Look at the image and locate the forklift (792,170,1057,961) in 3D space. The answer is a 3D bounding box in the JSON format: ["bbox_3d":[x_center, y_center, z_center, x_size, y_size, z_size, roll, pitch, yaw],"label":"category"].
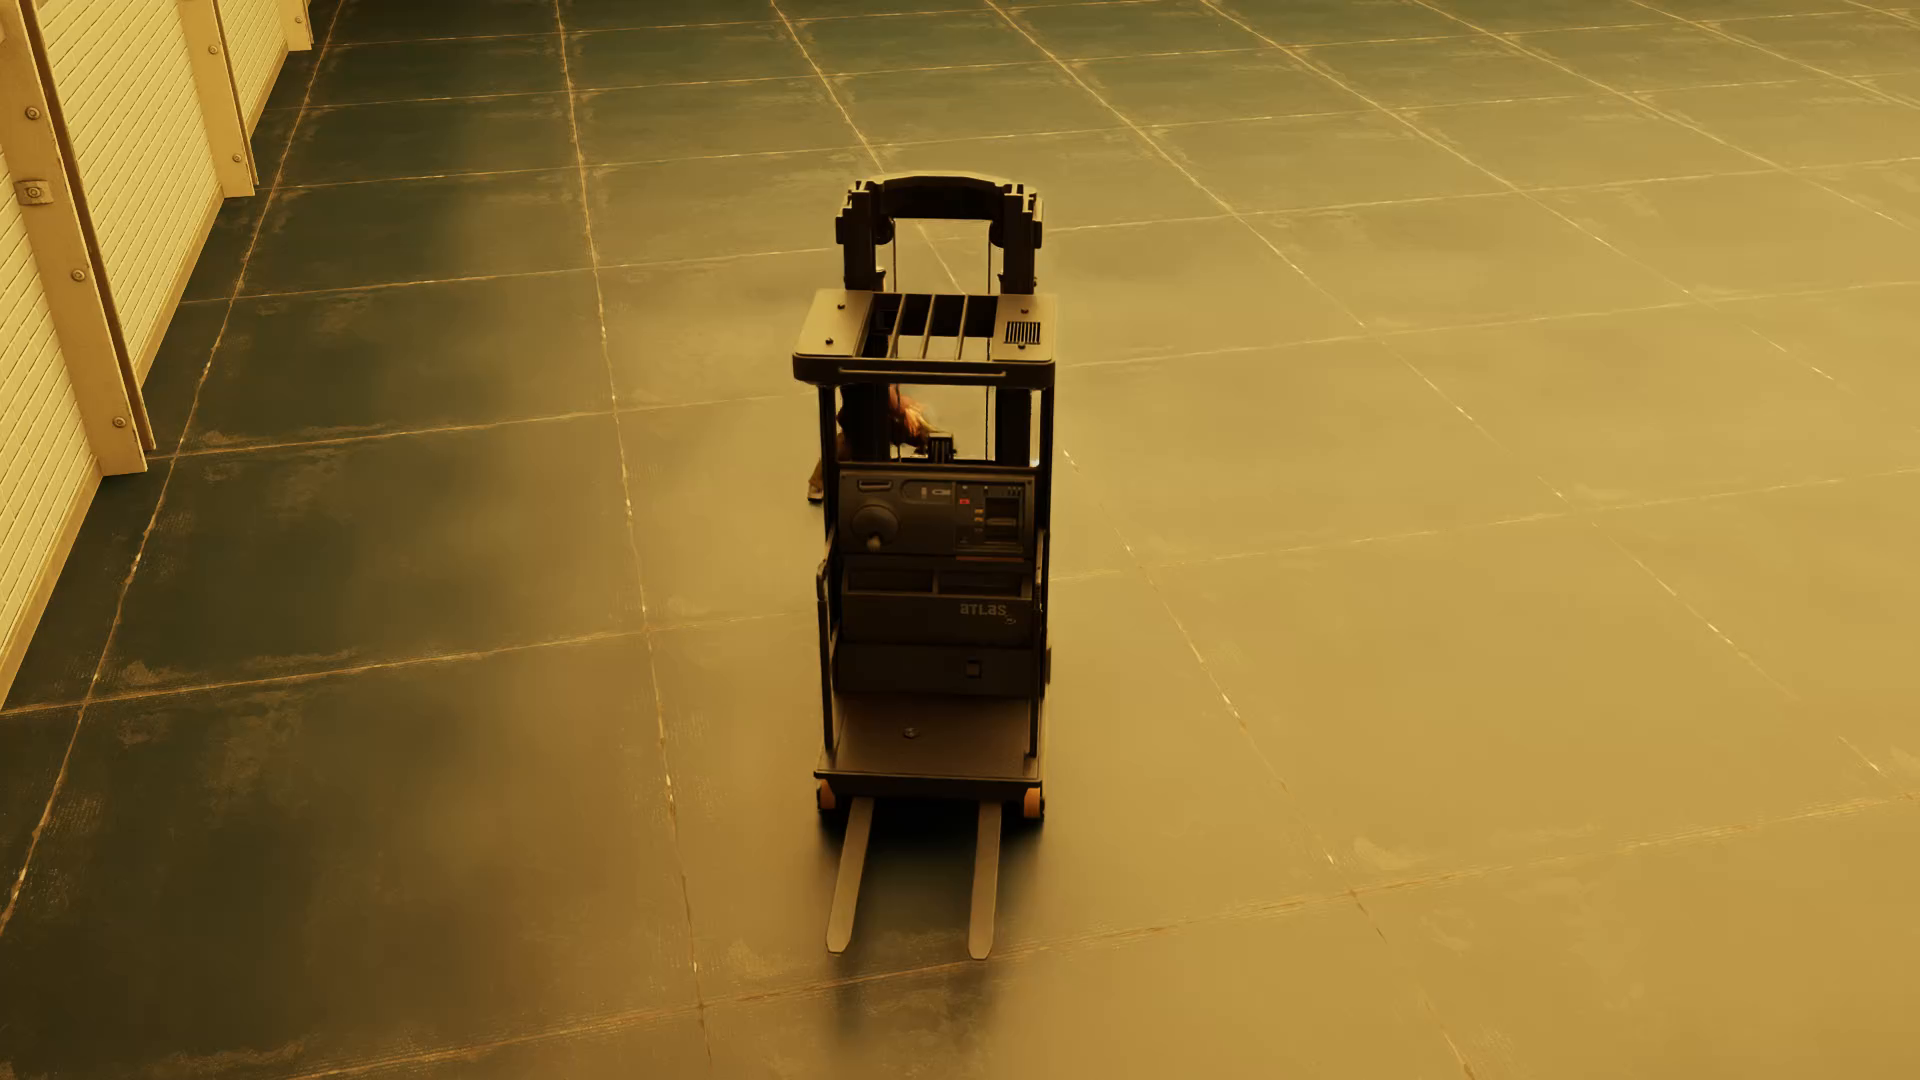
[{"bbox_3d":[-0.124,-0.076,7.706,1.130,2.935,3.031,2,30,3],"label":"forklift"}]

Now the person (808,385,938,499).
[{"bbox_3d":[-0.572,-0.936,10.541,0.781,1.645,1.001,-12,32,-19],"label":"person"}]
